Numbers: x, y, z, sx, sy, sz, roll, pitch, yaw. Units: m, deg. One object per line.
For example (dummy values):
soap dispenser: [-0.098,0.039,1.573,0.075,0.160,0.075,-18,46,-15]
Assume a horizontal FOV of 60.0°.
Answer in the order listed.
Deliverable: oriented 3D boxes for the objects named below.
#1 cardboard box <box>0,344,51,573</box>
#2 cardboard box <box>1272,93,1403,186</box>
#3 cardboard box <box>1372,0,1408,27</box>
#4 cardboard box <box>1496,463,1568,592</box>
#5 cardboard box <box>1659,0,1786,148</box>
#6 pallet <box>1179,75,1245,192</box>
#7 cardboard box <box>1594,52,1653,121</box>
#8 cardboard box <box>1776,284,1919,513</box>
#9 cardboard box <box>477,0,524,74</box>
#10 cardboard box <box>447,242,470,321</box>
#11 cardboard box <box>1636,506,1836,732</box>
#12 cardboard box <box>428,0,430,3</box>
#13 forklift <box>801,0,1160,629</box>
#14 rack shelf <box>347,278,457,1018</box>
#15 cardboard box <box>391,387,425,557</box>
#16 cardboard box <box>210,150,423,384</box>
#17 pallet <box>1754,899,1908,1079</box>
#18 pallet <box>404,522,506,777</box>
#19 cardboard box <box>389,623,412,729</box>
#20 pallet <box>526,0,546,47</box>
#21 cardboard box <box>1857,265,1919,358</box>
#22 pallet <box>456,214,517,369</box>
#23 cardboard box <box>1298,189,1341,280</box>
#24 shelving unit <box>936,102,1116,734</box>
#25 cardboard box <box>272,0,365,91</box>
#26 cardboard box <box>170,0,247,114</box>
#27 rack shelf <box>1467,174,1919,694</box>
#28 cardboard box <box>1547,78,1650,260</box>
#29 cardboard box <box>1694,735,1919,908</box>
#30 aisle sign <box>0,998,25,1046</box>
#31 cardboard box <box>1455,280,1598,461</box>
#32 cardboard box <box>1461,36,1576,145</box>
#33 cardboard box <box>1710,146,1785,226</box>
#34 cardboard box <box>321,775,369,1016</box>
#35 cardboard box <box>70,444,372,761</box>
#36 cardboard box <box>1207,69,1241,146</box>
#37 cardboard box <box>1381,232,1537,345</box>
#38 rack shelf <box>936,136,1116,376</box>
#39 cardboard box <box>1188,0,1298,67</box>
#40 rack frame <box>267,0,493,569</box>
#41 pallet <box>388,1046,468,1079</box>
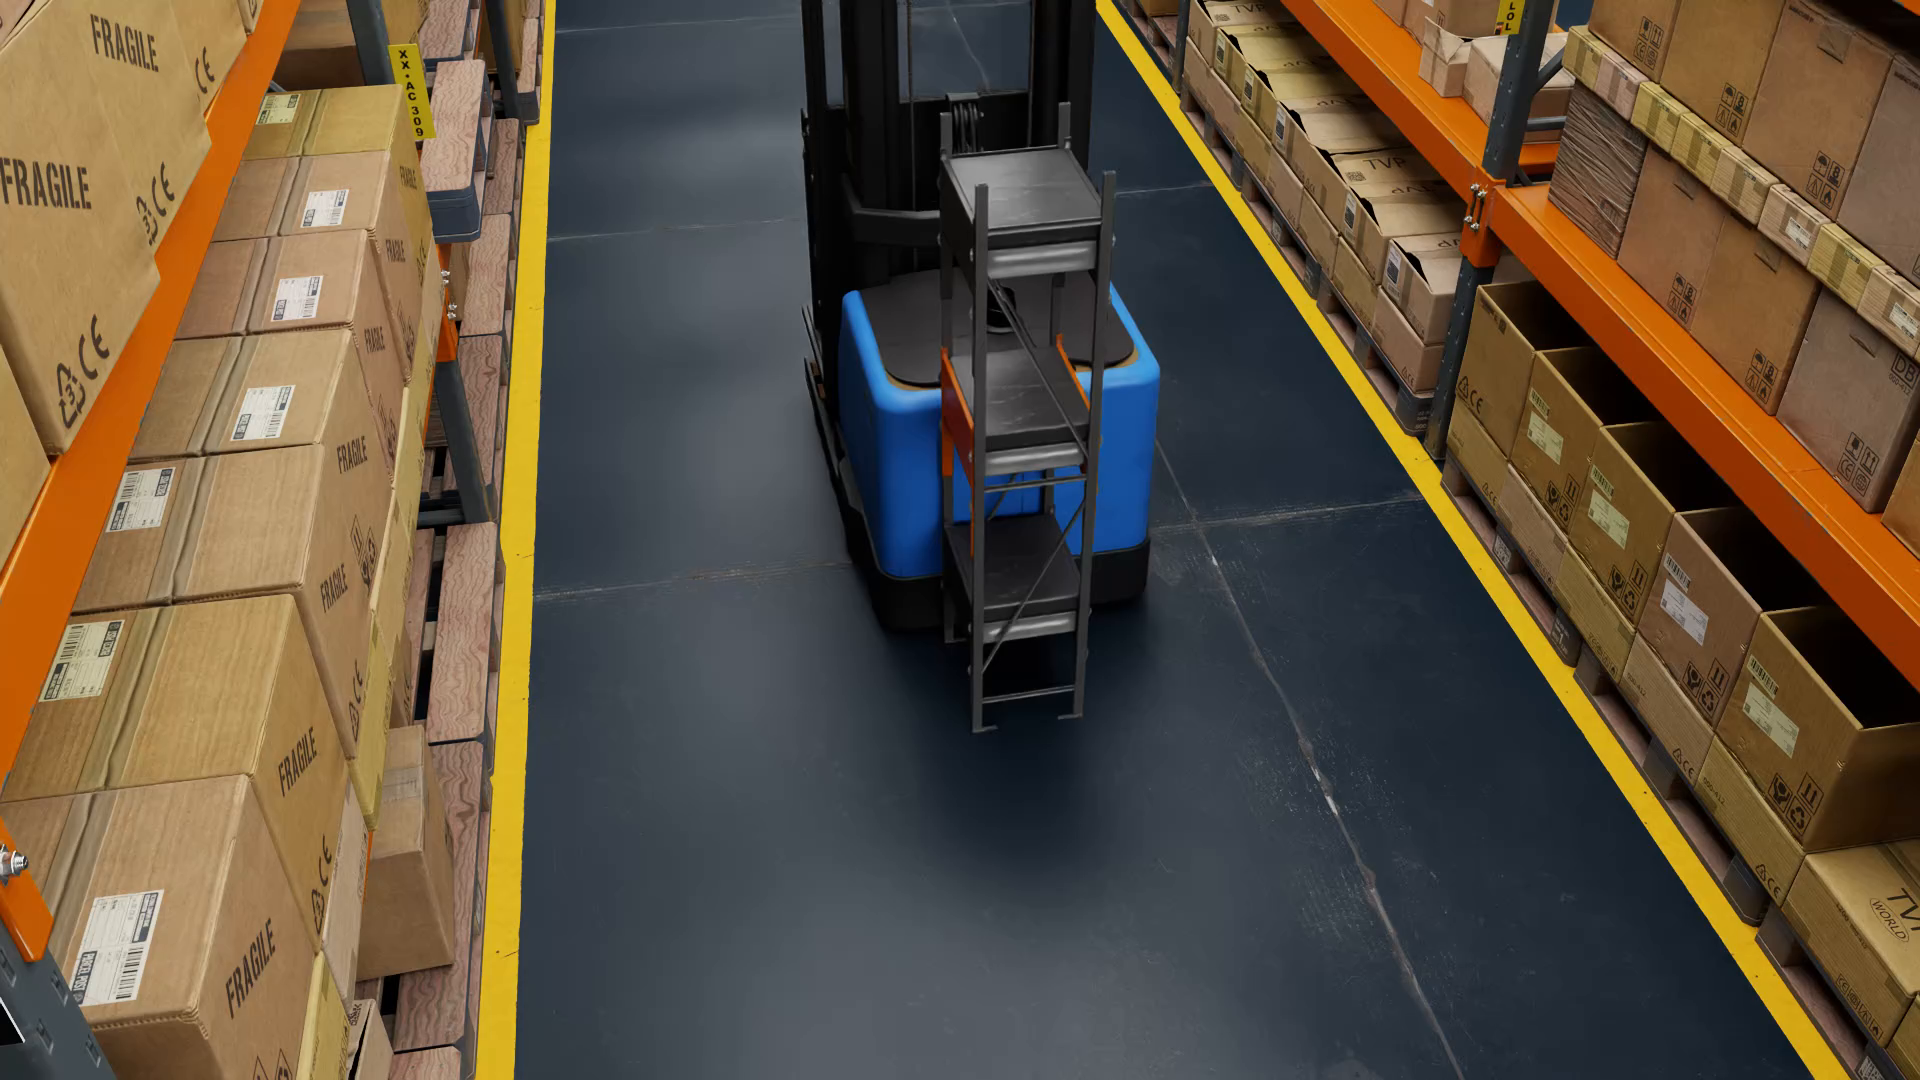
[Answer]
cardboard box: [-1.460,-0.121,1.918,0.500,0.500,0.500,-5,38,-7]
cardboard box: [1.907,-2.045,8.380,0.500,0.311,0.500,-7,38,-9]
cardboard box: [2.229,-2.737,7.746,0.500,0.500,0.500,-6,38,-8]
cardboard box: [2.393,-0.076,6.301,0.500,0.250,0.500,-6,38,-8]
cardboard box: [2.701,-1.590,5.213,0.700,0.500,0.500,-6,38,-8]
pallet: [1.932,-2.424,9.698,1.003,0.211,1.213,-6,38,-8]
cardboard box: [2.428,-1.572,5.718,0.380,0.149,0.250,-6,38,-7]
cardboard box: [2.885,-0.452,4.806,0.700,0.500,0.500,-5,38,-7]
cardboard box: [-3.050,-3.267,9.920,0.750,0.750,0.750,-7,38,-9]
cardboard box: [-2.684,-1.324,7.689,0.700,0.500,0.500,-6,38,-7]
cardboard box: [2.565,0.232,5.293,0.500,0.500,0.500,-6,38,-8]
cardboard box: [-2.718,-2.672,7.304,0.700,0.500,0.500,-6,38,-8]
forklift: [-0.089,-1.730,6.587,1.130,2.935,3.031,-7,38,-9]
rack shelf: [-1.998,0.416,4.356,1.077,0.370,4.000,-6,38,-8]
cardboard box: [-1.785,-0.167,4.626,0.500,0.250,0.500,-6,38,-8]
cardboard box: [-1.869,-0.768,4.788,0.500,0.500,0.500,-6,38,-8]
pallet: [3.053,1.449,4.713,1.003,0.211,1.213,-6,38,-8]
pallet: [-2.197,0.427,6.028,1.003,0.211,1.213,-6,38,-8]
cardboard box: [-2.128,0.360,5.520,0.500,0.500,0.500,-9,39,-11]
pallet: [-3.325,-3.610,11.225,1.003,0.211,1.213,-6,38,-8]
cardboard box: [2.700,-0.637,4.515,0.380,0.149,0.250,-7,38,-9]
pallet: [-2.704,-1.183,8.101,1.003,0.211,1.213,-6,38,-8]
cardboard box: [1.992,-1.525,8.167,0.500,0.250,0.500,-5,38,-7]
shelving unit: [0.188,-0.321,5.452,0.431,2.100,0.503,-7,38,-9]
cardboard box: [-2.405,-1.600,5.925,0.700,0.500,0.500,-6,38,-8]
cardboard box: [-1.729,-1.083,3.157,0.500,0.500,0.500,-4,38,-5]
rack shelf: [2.878,-0.119,5.044,1.077,0.370,4.000,-6,38,-8]
cardboard box: [2.611,-1.383,6.004,0.700,0.500,0.500,-7,38,-9]
cardboard box: [2.655,0.830,5.135,0.500,0.250,0.500,-6,38,-8]
aisle sign: [-1.340,0.325,1.768,0.394,0.787,0.004,-6,38,-8]
cardboard box: [2.300,-0.673,6.459,0.500,0.500,0.500,-6,38,-8]
cardboard box: [2.398,-1.844,6.801,0.500,0.250,0.500,-4,38,-5]
cardboard box: [2.564,-1.107,5.119,0.380,0.149,0.250,-7,38,-9]
cardboard box: [-1.526,0.750,3.445,0.500,0.250,0.500,-7,38,-9]
cardboard box: [-1.597,0.162,3.591,0.500,0.500,0.500,-7,38,-9]
cardboard box: [1.718,-2.455,9.365,0.500,0.250,0.500,-7,38,-9]
cardboard box: [2.174,-1.126,7.196,0.500,0.311,0.500,-6,38,-8]
rack shelf: [0.188,-0.863,5.031,0.431,0.518,0.480,-7,38,-9]
cardboard box: [1.629,-2.980,9.583,0.500,0.311,0.500,-5,38,-6]
rack frame: [-2.349,-1.076,5.690,1.000,3.000,0.127,-6,38,-8]
pallet: [-1.769,1.901,4.131,1.003,0.211,1.213,-6,38,-8]
